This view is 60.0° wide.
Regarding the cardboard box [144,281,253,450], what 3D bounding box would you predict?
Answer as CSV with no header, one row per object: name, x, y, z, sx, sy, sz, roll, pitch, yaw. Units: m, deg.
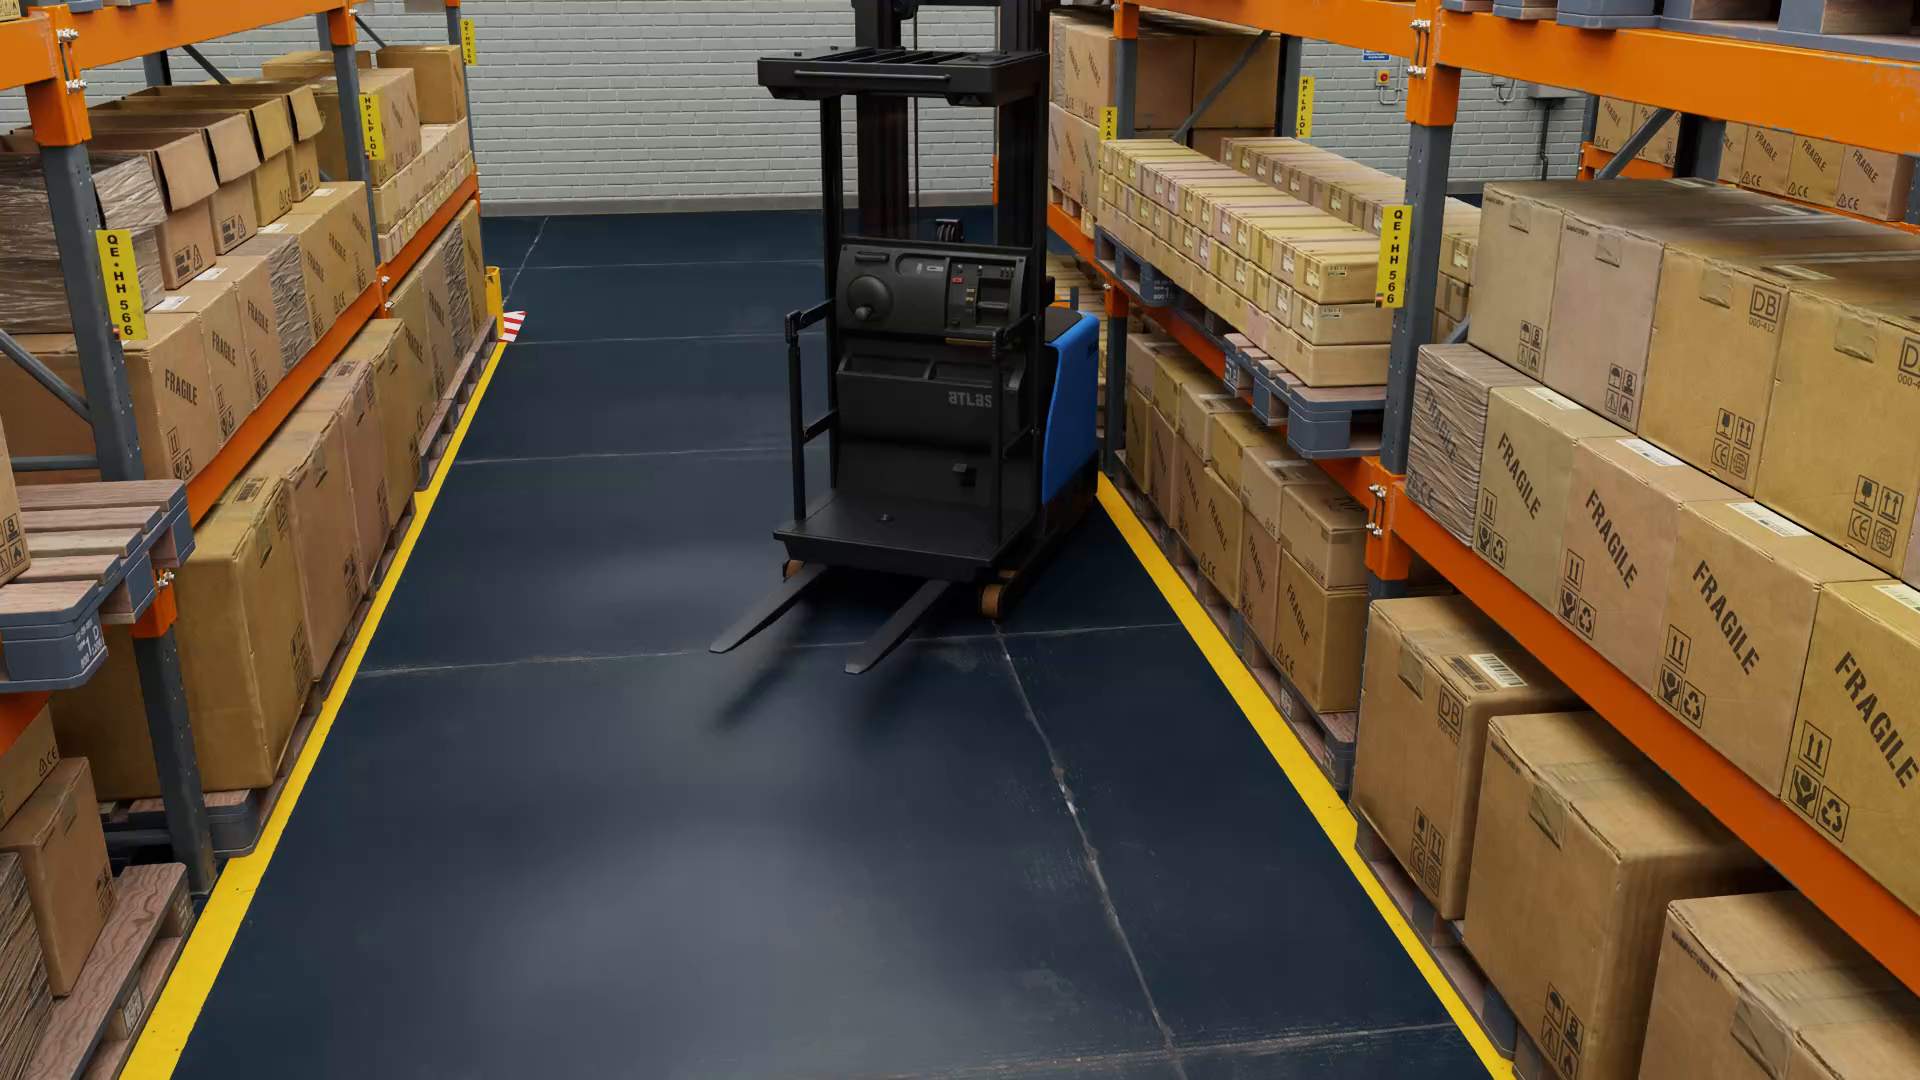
cardboard box,-2.880,-0.619,5.944,0.500,0.500,0.500,-3,21,-9

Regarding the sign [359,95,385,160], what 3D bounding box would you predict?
sign,-3.044,-2.133,8.598,0.100,0.325,0.005,-3,21,-8

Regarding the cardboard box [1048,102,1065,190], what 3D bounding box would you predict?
cardboard box,0.850,-2.503,10.564,0.500,0.500,0.500,-3,21,-8

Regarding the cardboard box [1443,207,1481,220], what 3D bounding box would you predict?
cardboard box,1.935,-1.224,6.615,0.380,0.149,0.250,-4,21,-10

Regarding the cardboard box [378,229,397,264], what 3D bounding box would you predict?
cardboard box,-3.293,-1.598,9.067,0.380,0.149,0.250,-3,21,-8

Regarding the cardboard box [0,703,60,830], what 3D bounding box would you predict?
cardboard box,-2.876,0.632,4.608,0.500,0.250,0.500,-2,21,-6

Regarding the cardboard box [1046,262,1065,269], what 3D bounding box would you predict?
cardboard box,0.575,-1.955,12.288,0.380,0.149,0.250,-3,21,-8

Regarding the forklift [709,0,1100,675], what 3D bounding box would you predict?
forklift,-0.212,-1.167,7.651,1.130,2.935,3.031,7,22,18

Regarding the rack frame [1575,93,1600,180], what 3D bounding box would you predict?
rack frame,5.651,-3.481,13.750,1.000,3.000,0.127,-3,21,-8

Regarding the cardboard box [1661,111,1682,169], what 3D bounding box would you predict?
cardboard box,5.592,-2.997,12.310,0.500,0.500,0.500,-3,21,-8

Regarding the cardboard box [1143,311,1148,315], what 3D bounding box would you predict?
cardboard box,1.417,-1.446,10.925,0.380,0.149,0.250,-2,21,-7

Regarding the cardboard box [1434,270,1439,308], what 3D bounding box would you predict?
cardboard box,1.966,-1.009,6.464,0.380,0.149,0.250,-4,21,-9

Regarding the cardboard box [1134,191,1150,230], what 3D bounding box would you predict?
cardboard box,1.060,-1.602,8.051,0.380,0.149,0.250,-4,21,-10

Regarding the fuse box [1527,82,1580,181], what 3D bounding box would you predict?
fuse box,6.915,-4.884,19.348,0.539,1.711,0.414,-3,21,-8

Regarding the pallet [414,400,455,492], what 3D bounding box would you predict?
pallet,-3.611,-0.558,9.907,1.003,0.211,1.213,-3,21,-8

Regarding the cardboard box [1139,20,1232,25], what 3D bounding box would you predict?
cardboard box,1.388,-2.990,10.437,0.500,0.500,0.500,-3,21,-7

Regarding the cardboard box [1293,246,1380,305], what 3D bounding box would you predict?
cardboard box,1.396,-0.931,5.831,0.380,0.149,0.250,-4,21,-10

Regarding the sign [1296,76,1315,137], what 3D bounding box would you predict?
sign,1.892,-2.383,9.156,0.100,0.325,0.005,-3,21,-8

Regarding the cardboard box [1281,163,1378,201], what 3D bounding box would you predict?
cardboard box,1.740,-1.682,7.840,0.380,0.149,0.250,-4,21,-10

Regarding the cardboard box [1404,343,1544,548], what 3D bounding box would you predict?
cardboard box,1.718,-0.305,5.102,0.500,0.500,0.500,-3,21,-7

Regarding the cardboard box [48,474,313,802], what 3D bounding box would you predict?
cardboard box,-3.081,0.347,5.937,1.225,0.875,0.875,-4,21,-10

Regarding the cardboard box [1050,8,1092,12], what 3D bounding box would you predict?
cardboard box,0.648,-3.508,11.825,0.500,0.500,0.500,-2,21,-6

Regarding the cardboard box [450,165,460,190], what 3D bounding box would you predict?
cardboard box,-3.669,-2.493,11.464,0.380,0.149,0.250,-3,21,-7

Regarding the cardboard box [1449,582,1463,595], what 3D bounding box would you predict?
cardboard box,2.071,0.290,6.626,0.500,0.500,0.500,-4,21,-10

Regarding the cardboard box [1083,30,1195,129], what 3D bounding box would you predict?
cardboard box,1.008,-2.616,9.435,0.500,0.500,0.500,-4,21,-10

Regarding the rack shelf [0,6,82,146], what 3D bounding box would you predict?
rack shelf,-2.714,-0.587,2.743,1.077,0.370,4.000,-3,21,-8

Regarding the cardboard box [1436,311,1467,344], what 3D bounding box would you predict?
cardboard box,2.017,-0.764,6.233,0.380,0.149,0.250,-2,21,-5

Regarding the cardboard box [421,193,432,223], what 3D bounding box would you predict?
cardboard box,-3.480,-2.047,10.269,0.380,0.149,0.250,-3,21,-7

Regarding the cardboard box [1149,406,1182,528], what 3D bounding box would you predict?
cardboard box,1.266,-0.385,8.433,0.500,0.500,0.500,-2,21,-5

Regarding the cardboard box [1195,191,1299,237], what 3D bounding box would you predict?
cardboard box,1.212,-1.379,7.030,0.380,0.149,0.250,-2,21,-5

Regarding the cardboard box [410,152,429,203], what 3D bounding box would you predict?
cardboard box,-3.535,-2.193,10.090,0.500,0.250,0.500,-2,21,-6

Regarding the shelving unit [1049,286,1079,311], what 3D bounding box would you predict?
shelving unit,0.322,-1.050,9.919,0.538,1.125,1.048,-4,21,-10

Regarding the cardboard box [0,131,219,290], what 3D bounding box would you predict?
cardboard box,-3.183,-1.208,6.087,0.797,0.503,0.637,-2,21,-6

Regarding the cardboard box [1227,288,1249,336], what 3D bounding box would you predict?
cardboard box,1.290,-0.915,6.638,0.380,0.149,0.250,-3,21,-8

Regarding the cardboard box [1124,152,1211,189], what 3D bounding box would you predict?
cardboard box,1.026,-1.825,8.224,0.380,0.149,0.250,-3,21,-7

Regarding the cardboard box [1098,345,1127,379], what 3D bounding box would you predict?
cardboard box,1.035,-1.062,9.896,0.380,0.149,0.250,-2,21,-6

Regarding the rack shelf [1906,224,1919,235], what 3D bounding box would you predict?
rack shelf,6.516,-1.067,8.314,1.077,0.370,4.000,-3,21,-8

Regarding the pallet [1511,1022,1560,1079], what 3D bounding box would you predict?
pallet,2.132,1.578,4.190,1.003,0.211,1.213,-3,21,-8

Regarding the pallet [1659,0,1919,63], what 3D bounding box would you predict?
pallet,2.230,-1.136,3.454,1.003,0.211,1.213,-2,21,-5

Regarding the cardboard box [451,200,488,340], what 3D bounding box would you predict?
cardboard box,-3.984,-1.965,12.128,0.875,0.875,0.875,-3,21,-8

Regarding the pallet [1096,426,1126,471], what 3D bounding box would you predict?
pallet,1.212,-0.736,10.386,1.003,0.211,1.213,-3,21,-8

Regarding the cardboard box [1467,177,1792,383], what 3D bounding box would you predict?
cardboard box,1.975,-0.786,4.962,0.700,0.500,0.500,-3,21,-8

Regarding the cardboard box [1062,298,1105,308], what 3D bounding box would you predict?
cardboard box,0.774,-1.510,11.095,0.380,0.149,0.250,-4,21,-10

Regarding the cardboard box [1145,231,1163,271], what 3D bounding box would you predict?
cardboard box,1.095,-1.374,7.866,0.380,0.149,0.250,-4,21,-10

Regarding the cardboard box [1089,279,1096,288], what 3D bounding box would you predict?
cardboard box,1.110,-1.936,12.661,0.380,0.149,0.250,-3,21,-9

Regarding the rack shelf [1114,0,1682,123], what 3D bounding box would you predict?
rack shelf,1.632,-2.188,7.027,1.077,0.370,4.000,-3,21,-8

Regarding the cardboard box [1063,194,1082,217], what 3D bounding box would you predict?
cardboard box,0.865,-2.144,10.527,0.380,0.149,0.250,-4,21,-10

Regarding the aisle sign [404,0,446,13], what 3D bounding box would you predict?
aisle sign,-3.869,-4.239,12.064,0.394,0.787,0.004,-3,21,-8

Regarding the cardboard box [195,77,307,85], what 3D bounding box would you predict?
cardboard box,-3.978,-2.336,9.402,0.500,0.500,0.500,-3,21,-7

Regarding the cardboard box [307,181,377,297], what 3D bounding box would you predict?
cardboard box,-3.242,-1.495,8.290,0.500,0.500,0.500,-3,21,-8

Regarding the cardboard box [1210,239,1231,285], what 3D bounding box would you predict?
cardboard box,1.249,-1.150,6.841,0.380,0.149,0.250,-3,21,-8

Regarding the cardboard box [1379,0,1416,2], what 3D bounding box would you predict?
cardboard box,1.586,-2.064,5.525,0.500,0.500,0.500,-3,21,-8

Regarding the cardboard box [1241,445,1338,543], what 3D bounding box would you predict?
cardboard box,1.479,-0.202,6.870,0.500,0.250,0.500,-3,21,-7
